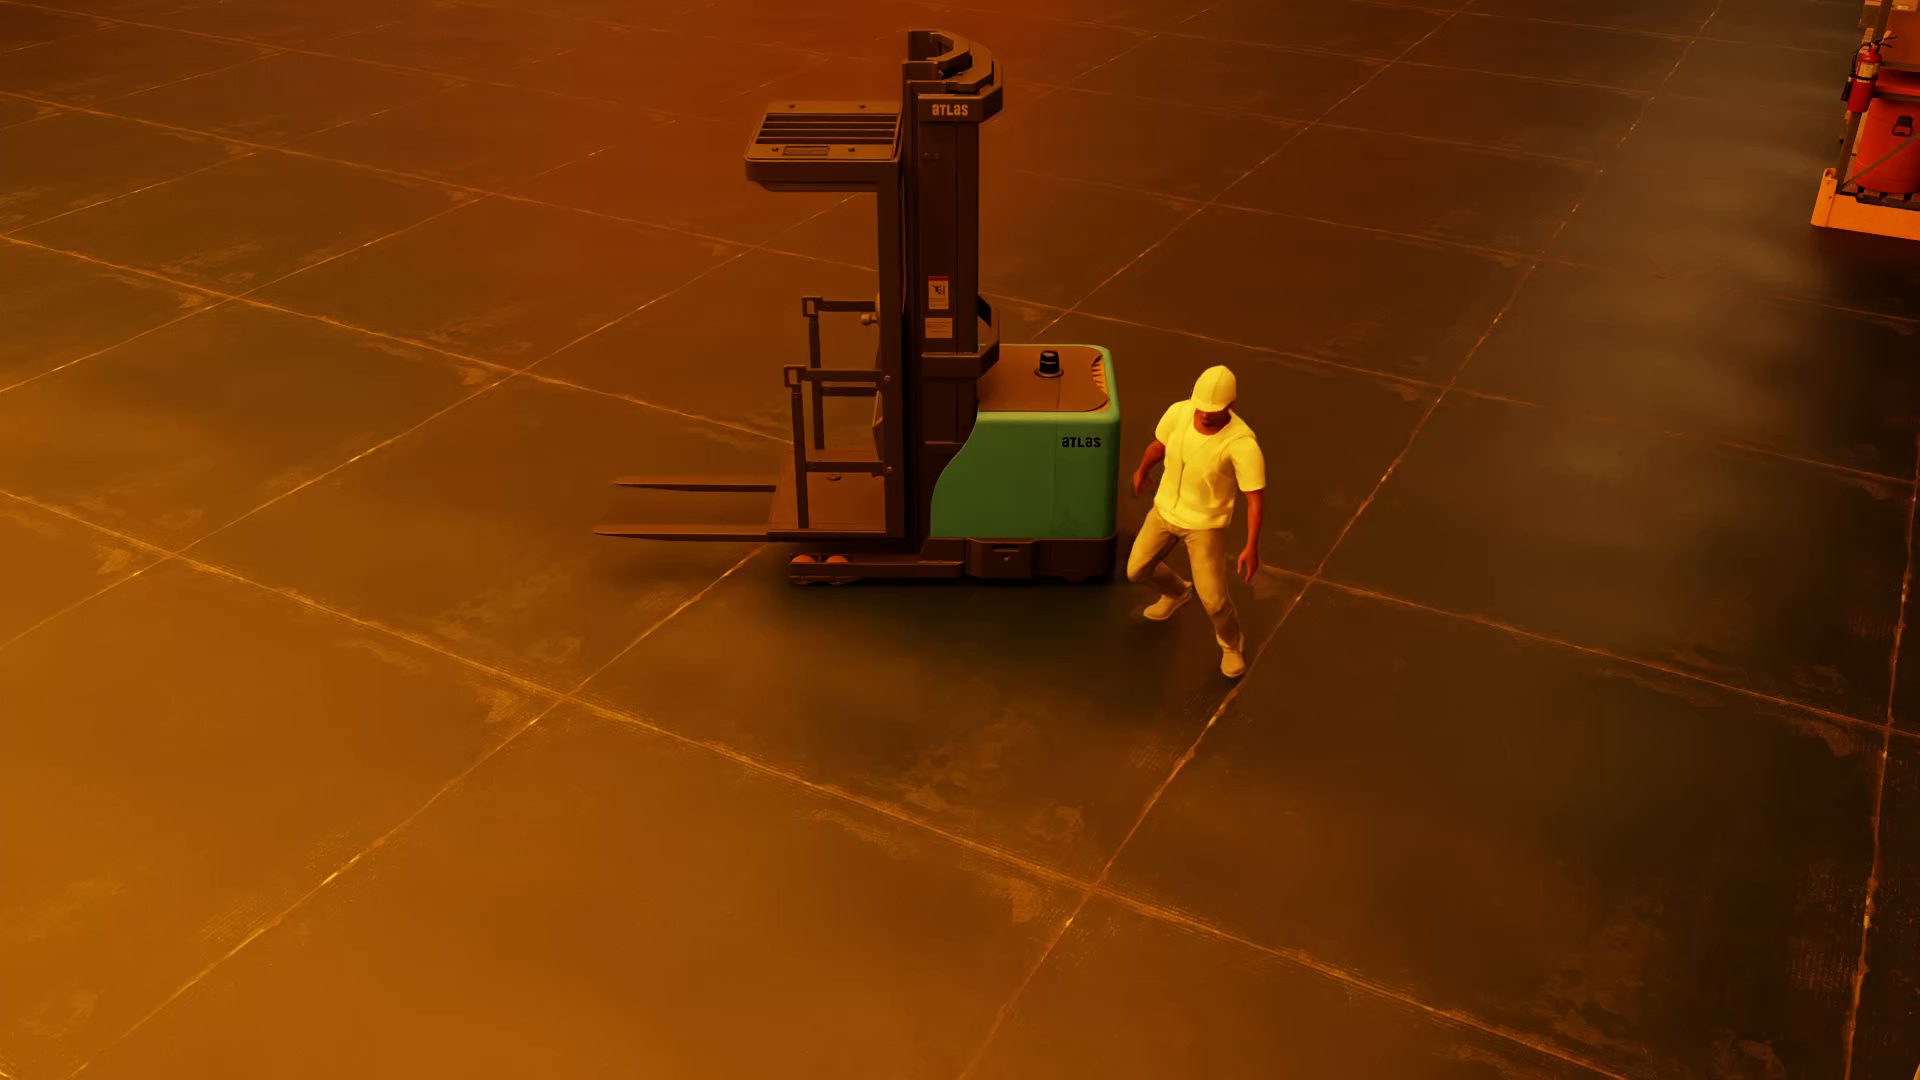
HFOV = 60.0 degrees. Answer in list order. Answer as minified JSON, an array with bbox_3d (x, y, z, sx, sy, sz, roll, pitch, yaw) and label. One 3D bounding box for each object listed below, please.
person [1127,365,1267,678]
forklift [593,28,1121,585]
[{"bbox_3d":[1.202,-0.164,8.617,0.493,1.678,0.945,-23,37,-34],"label":"person"},{"bbox_3d":[-0.610,-1.275,9.279,3.031,2.935,1.130,0,30,1],"label":"forklift"}]
